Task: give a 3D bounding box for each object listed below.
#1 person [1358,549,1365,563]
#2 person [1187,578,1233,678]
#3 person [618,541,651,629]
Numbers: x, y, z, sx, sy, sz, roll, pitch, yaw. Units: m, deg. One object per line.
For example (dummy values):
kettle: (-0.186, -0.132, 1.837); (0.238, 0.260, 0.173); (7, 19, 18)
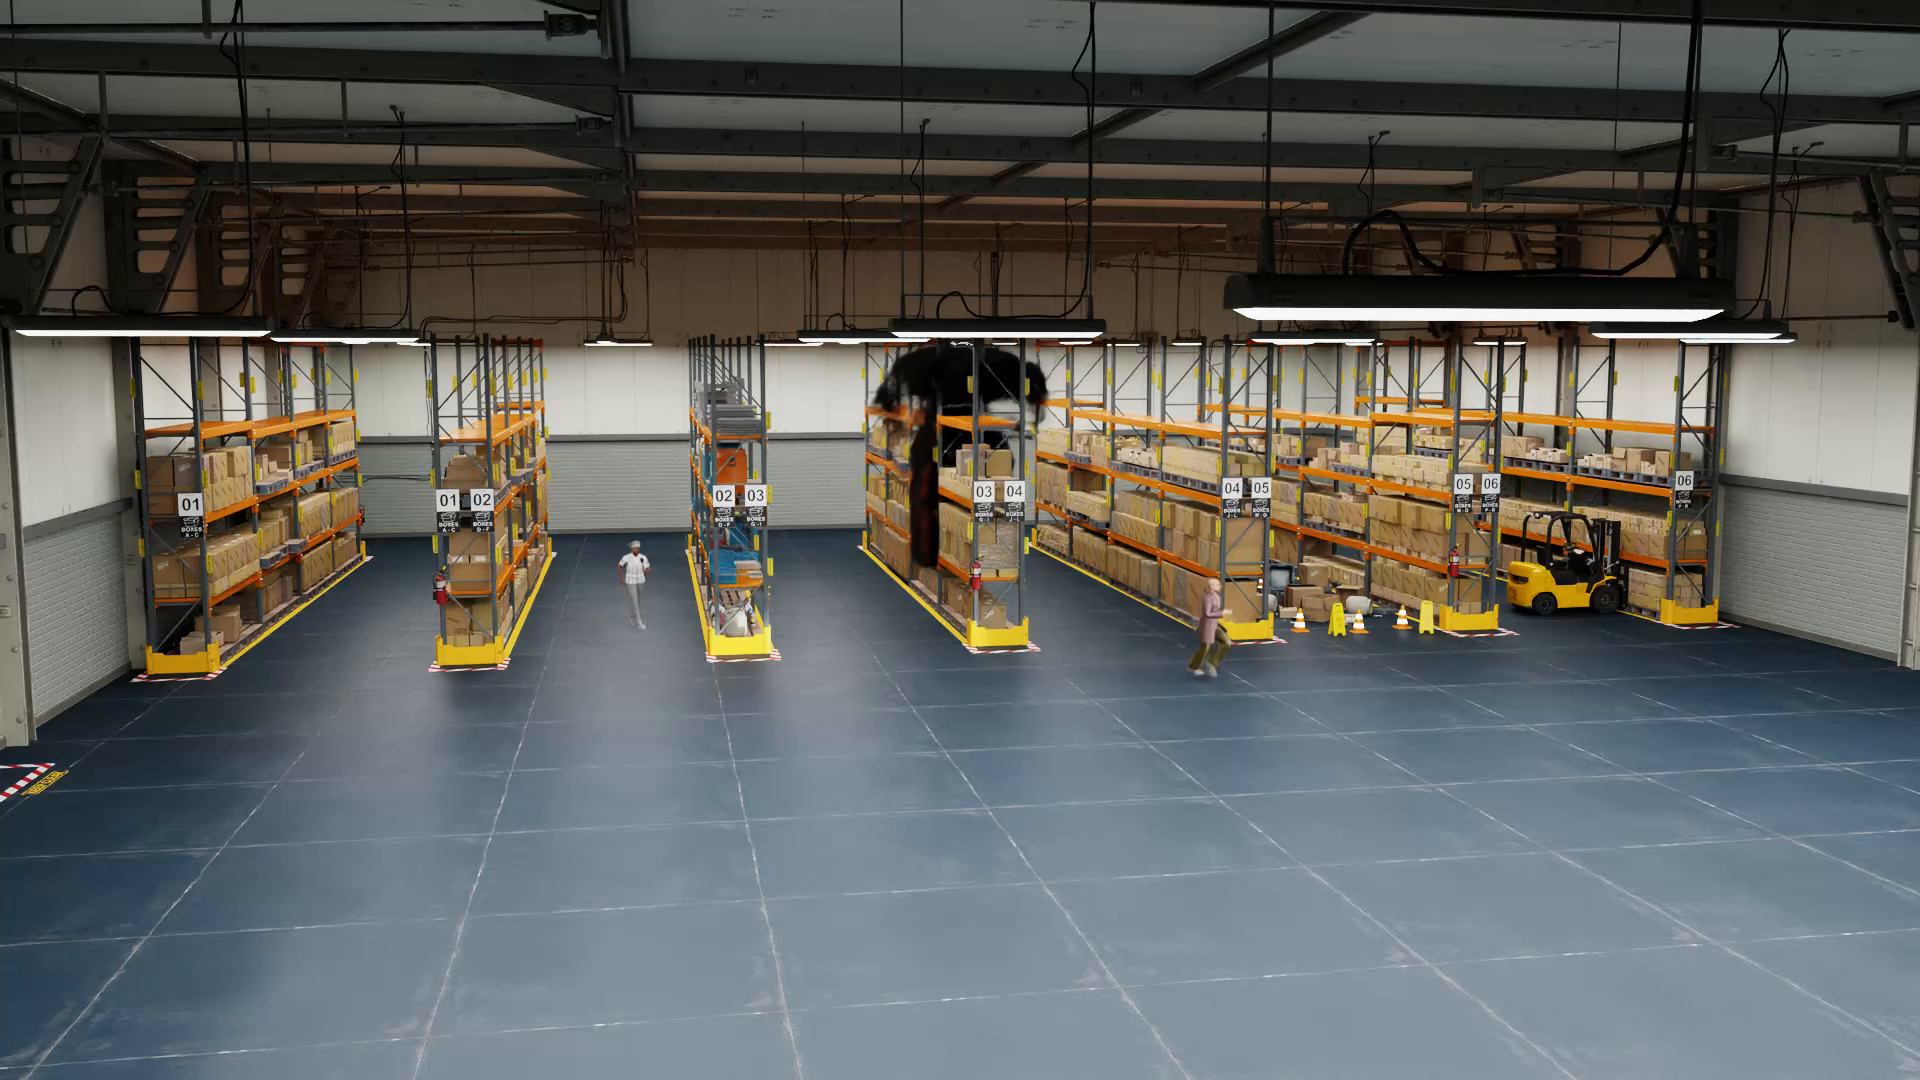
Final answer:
person: (10.374, -0.004, 42.754); (0.592, 1.732, 0.677); (-2, 7, -13)
person: (4.354, 1.635, 28.947); (0.875, 1.549, 0.726); (4, 8, 31)
person: (-6.333, 0.875, 32.448); (0.563, 1.737, 0.852); (-4, 8, -31)
